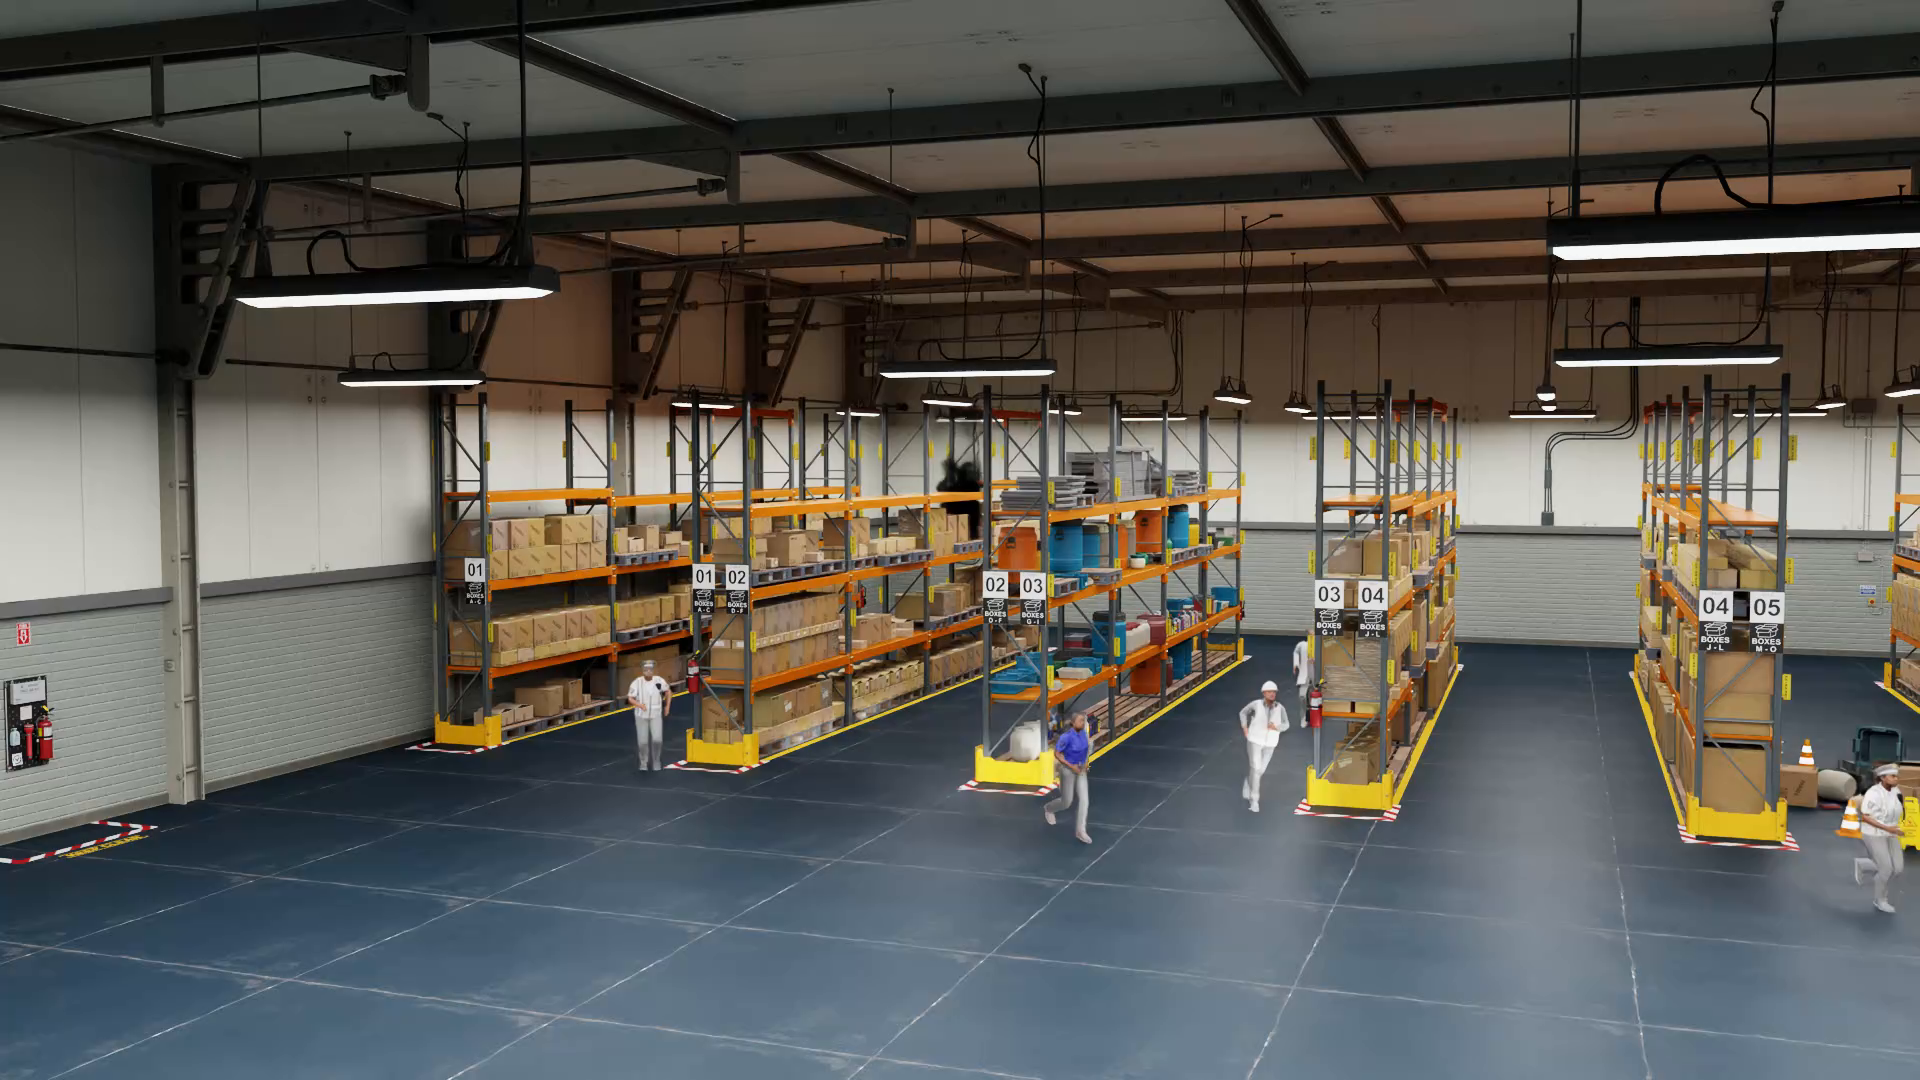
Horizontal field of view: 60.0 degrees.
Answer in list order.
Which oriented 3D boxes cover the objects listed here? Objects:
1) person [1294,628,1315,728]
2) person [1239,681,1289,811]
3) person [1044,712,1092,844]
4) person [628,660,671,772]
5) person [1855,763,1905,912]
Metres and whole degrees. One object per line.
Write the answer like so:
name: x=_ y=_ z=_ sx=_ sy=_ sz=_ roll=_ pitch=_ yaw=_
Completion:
person: x=6.372 y=2.513 z=30.223 sx=0.664 sy=1.830 sz=0.810 roll=1 pitch=3 yaw=17
person: x=4.300 y=2.900 z=23.530 sx=0.649 sy=1.832 sz=0.814 roll=0 pitch=3 yaw=-8
person: x=1.442 y=3.045 z=21.592 sx=0.599 sy=1.648 sz=0.896 roll=-3 pitch=4 yaw=-40
person: x=-4.825 y=2.752 z=25.924 sx=0.687 sy=1.788 sz=0.675 roll=-1 pitch=3 yaw=-16
person: x=10.090 y=3.231 z=18.200 sx=0.612 sy=1.652 sz=0.661 roll=-1 pitch=3 yaw=-22
